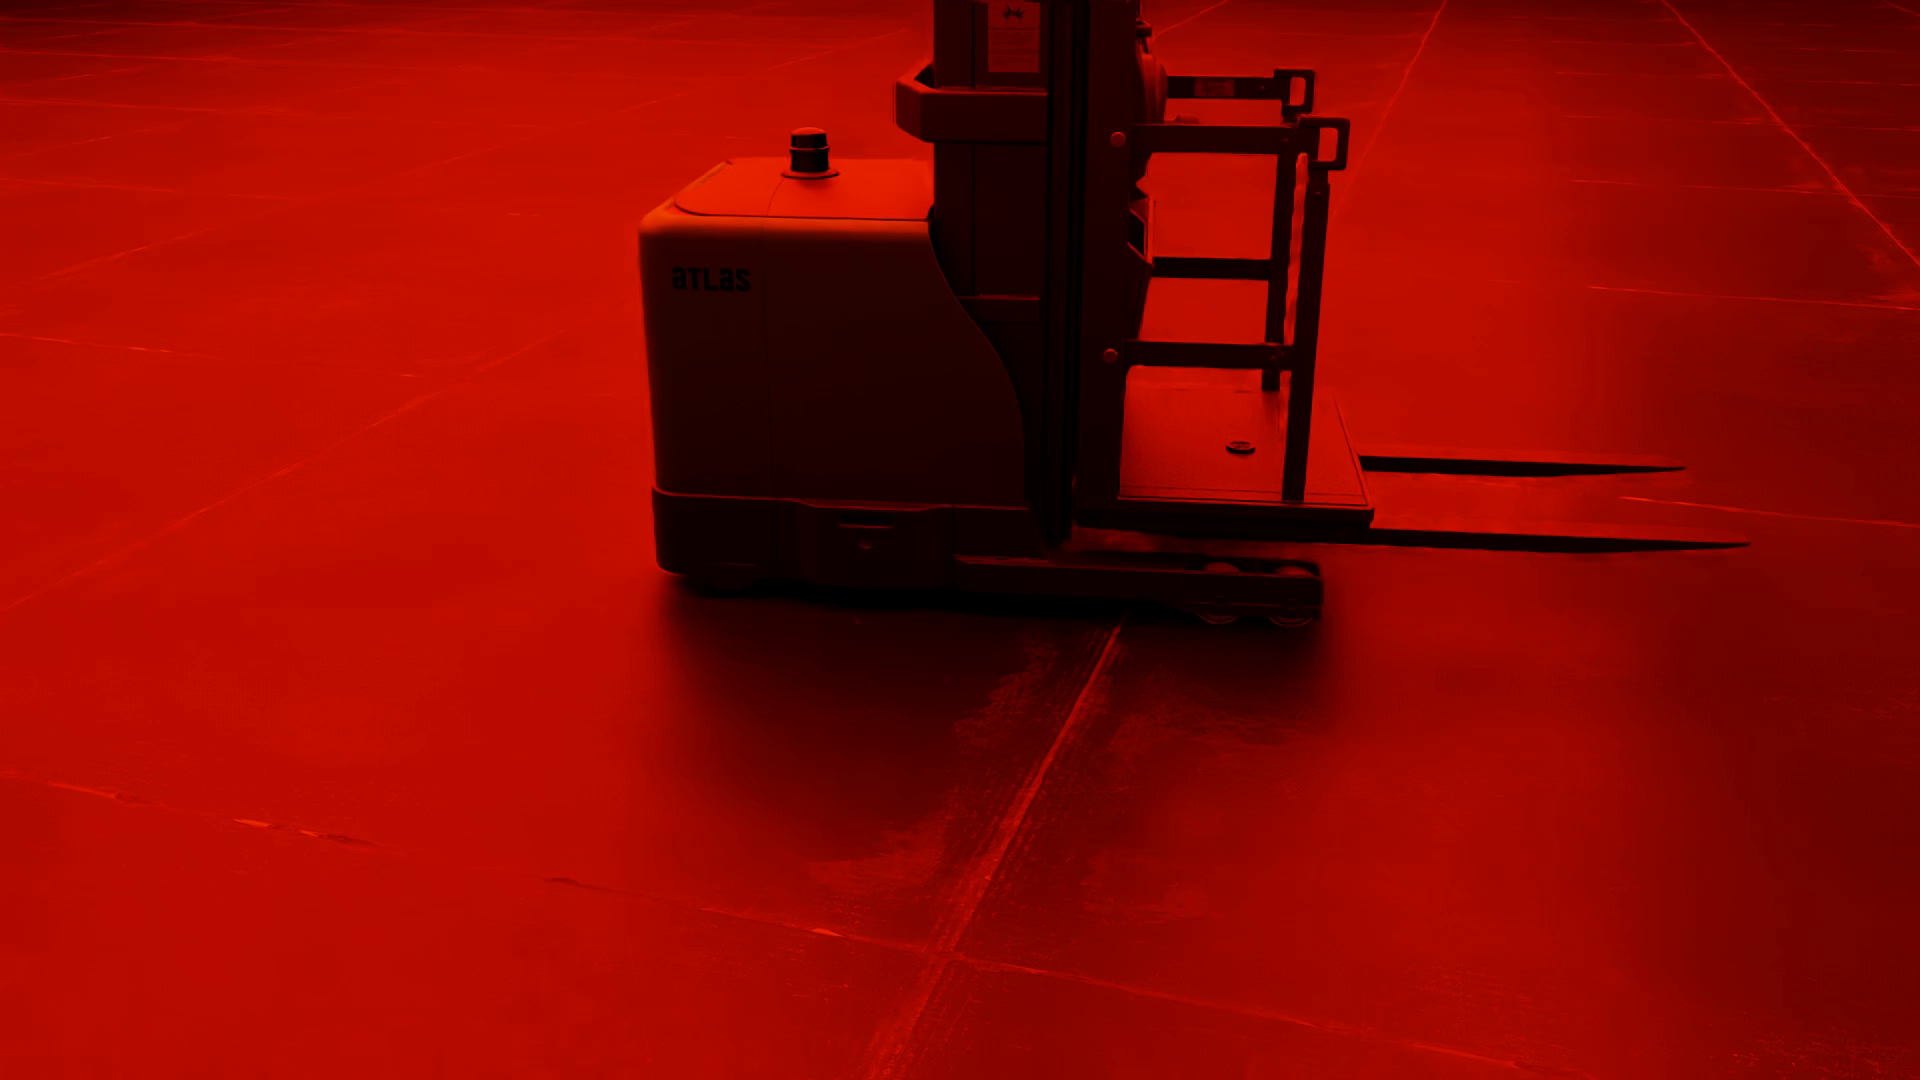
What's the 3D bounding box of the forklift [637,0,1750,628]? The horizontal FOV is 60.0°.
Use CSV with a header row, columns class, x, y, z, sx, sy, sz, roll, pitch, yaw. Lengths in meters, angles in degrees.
class,x,y,z,sx,sy,sz,roll,pitch,yaw
forklift,0.680,-1.330,4.501,3.031,2.935,1.130,2,23,6
